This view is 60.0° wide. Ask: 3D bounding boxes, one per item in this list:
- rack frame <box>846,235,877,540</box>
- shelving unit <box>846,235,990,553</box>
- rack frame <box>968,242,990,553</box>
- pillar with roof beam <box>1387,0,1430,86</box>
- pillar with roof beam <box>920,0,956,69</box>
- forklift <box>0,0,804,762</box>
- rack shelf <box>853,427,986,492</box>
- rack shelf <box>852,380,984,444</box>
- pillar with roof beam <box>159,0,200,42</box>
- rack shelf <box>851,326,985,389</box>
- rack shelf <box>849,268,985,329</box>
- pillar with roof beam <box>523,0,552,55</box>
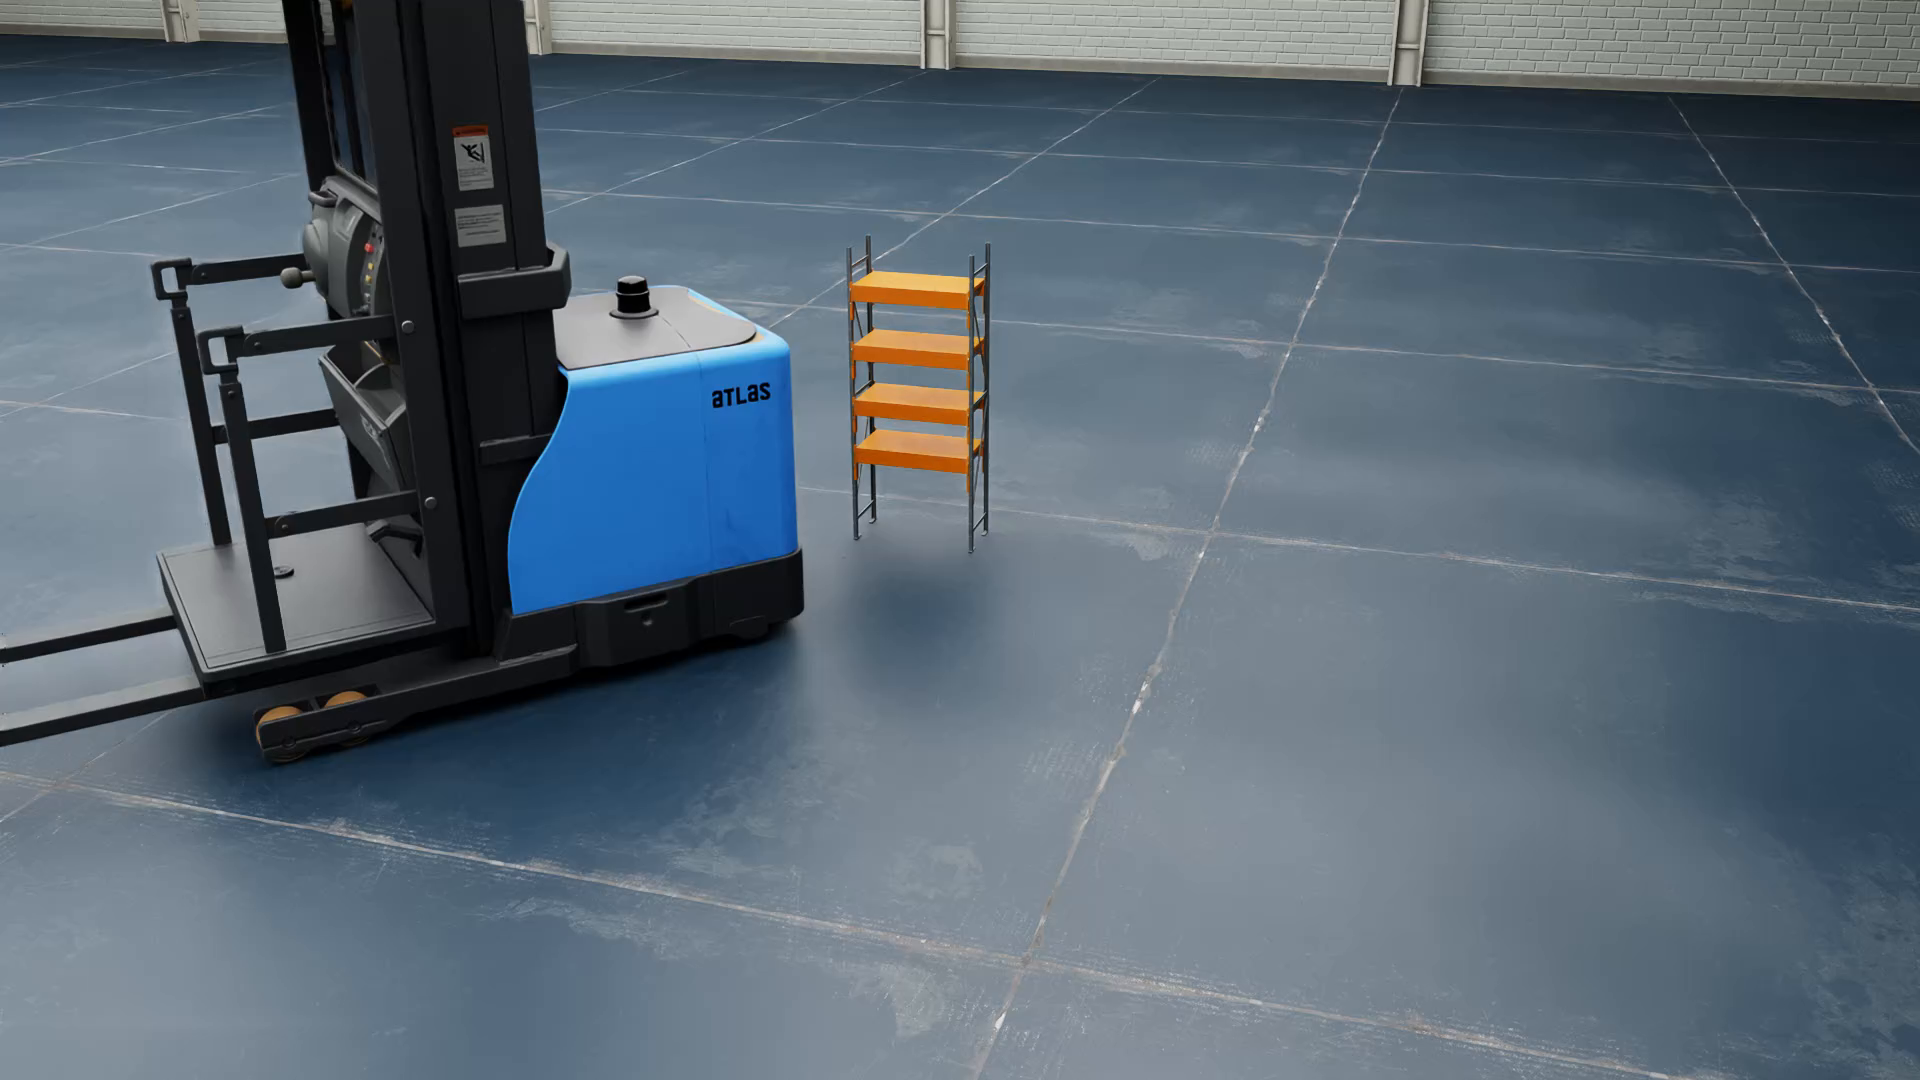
[{"bbox_3d":[-0.392,-0.600,6.652,0.015,1.200,0.240,7,23,16],"label":"rack frame"},{"bbox_3d":[-0.158,-0.573,6.587,0.503,1.200,0.258,7,23,16],"label":"shelving unit"},{"bbox_3d":[0.075,-0.547,6.521,0.015,1.200,0.240,7,23,16],"label":"rack frame"},{"bbox_3d":[4.214,-8.196,14.892,0.400,9.000,9.100,7,23,16],"label":"pillar with roof beam"},{"bbox_3d":[-1.530,-8.853,16.496,0.400,9.000,9.100,7,23,16],"label":"pillar with roof beam"},{"bbox_3d":[-2.089,-0.903,5.109,3.031,2.935,1.130,-13,26,-28],"label":"forklift"},{"bbox_3d":[-0.158,-0.327,6.687,0.480,0.148,0.258,7,23,16],"label":"rack shelf"},{"bbox_3d":[-0.158,-0.511,6.612,0.480,0.148,0.258,7,23,16],"label":"rack shelf"},{"bbox_3d":[-13.018,-10.169,19.703,0.400,9.000,9.100,7,23,16],"label":"pillar with roof beam"},{"bbox_3d":[-0.158,-0.718,6.527,0.480,0.148,0.258,7,23,16],"label":"rack shelf"},{"bbox_3d":[-0.158,-0.937,6.437,0.480,0.148,0.258,7,23,16],"label":"rack shelf"},{"bbox_3d":[-7.274,-9.511,18.099,0.400,9.000,9.100,7,23,16],"label":"pillar with roof beam"}]
